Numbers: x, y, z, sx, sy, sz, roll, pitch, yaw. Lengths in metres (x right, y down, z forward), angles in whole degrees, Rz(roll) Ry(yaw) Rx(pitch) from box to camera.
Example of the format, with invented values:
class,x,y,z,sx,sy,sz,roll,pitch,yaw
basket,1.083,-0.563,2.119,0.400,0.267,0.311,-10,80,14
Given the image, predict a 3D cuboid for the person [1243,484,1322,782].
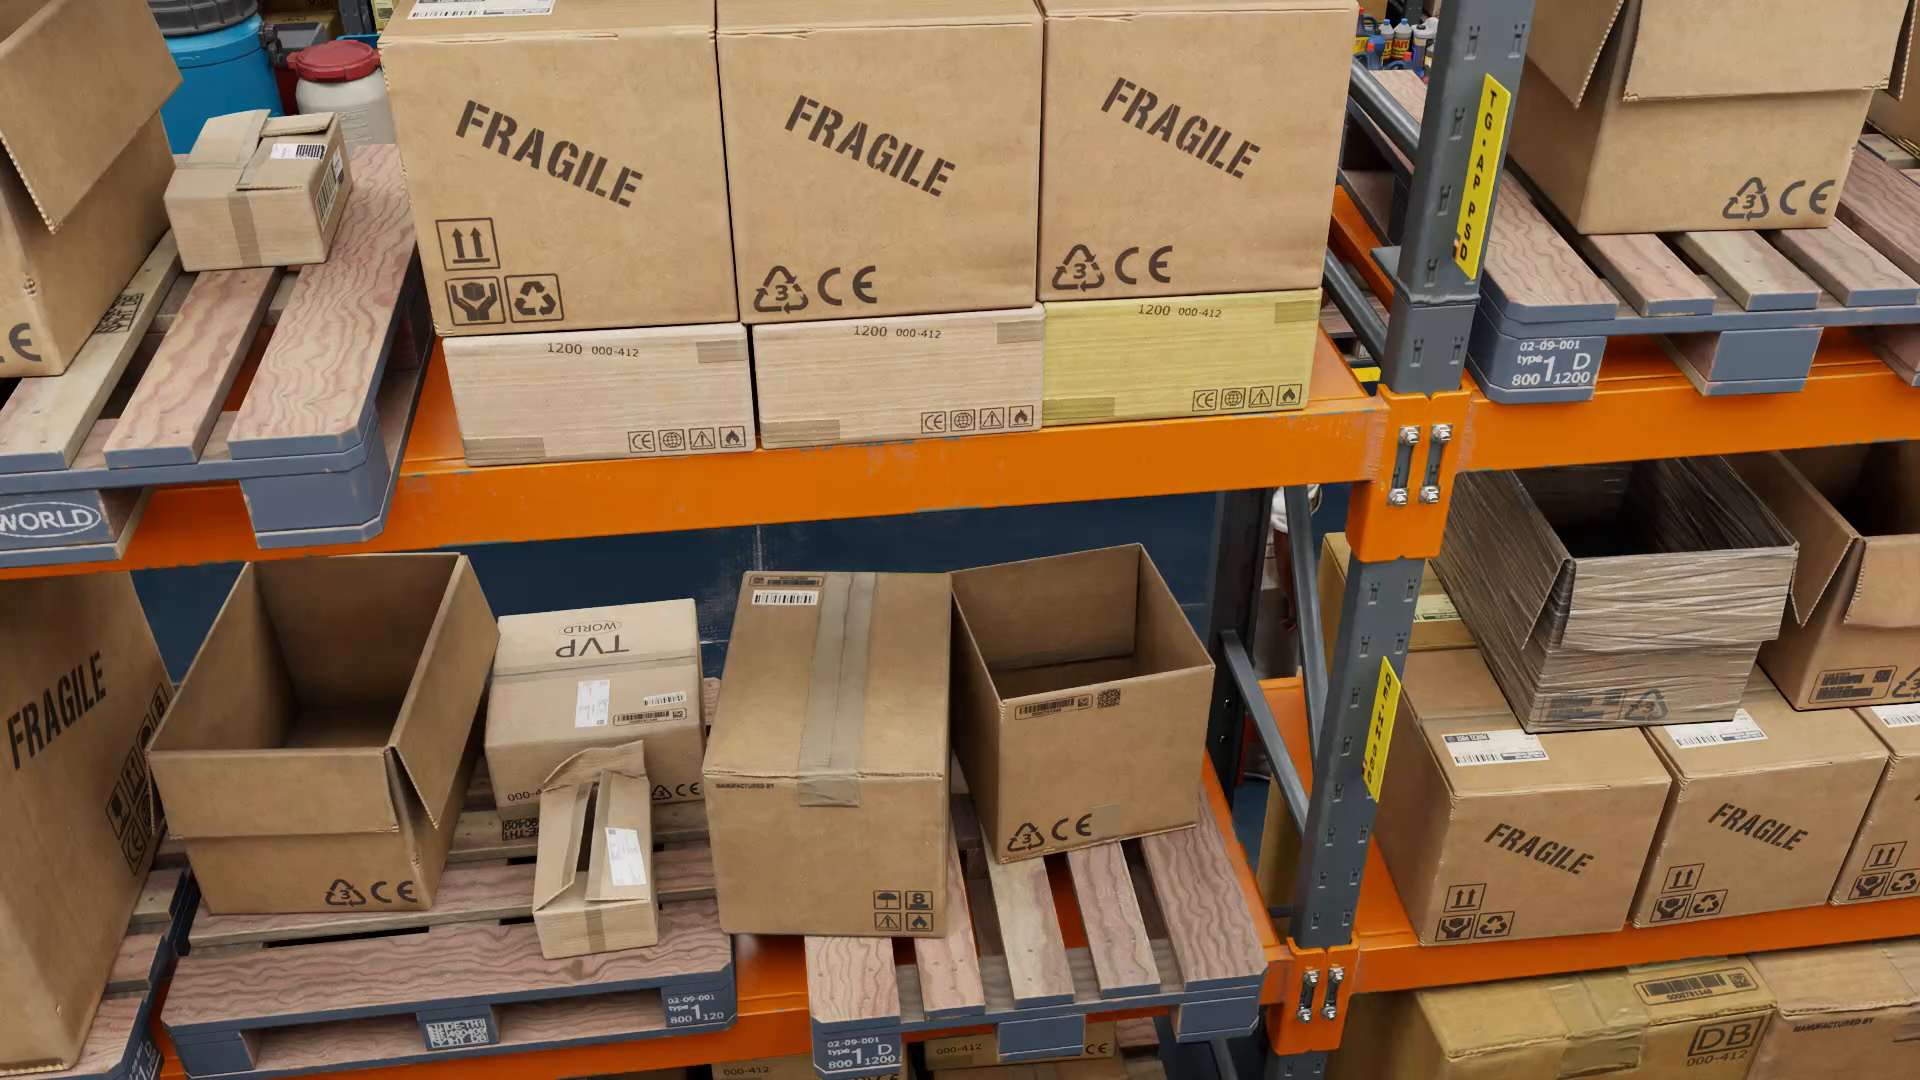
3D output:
class,x,y,z,sx,sy,sz,roll,pitch,yaw
person,1.118,0.106,5.994,0.395,1.658,0.527,-6,36,-9
